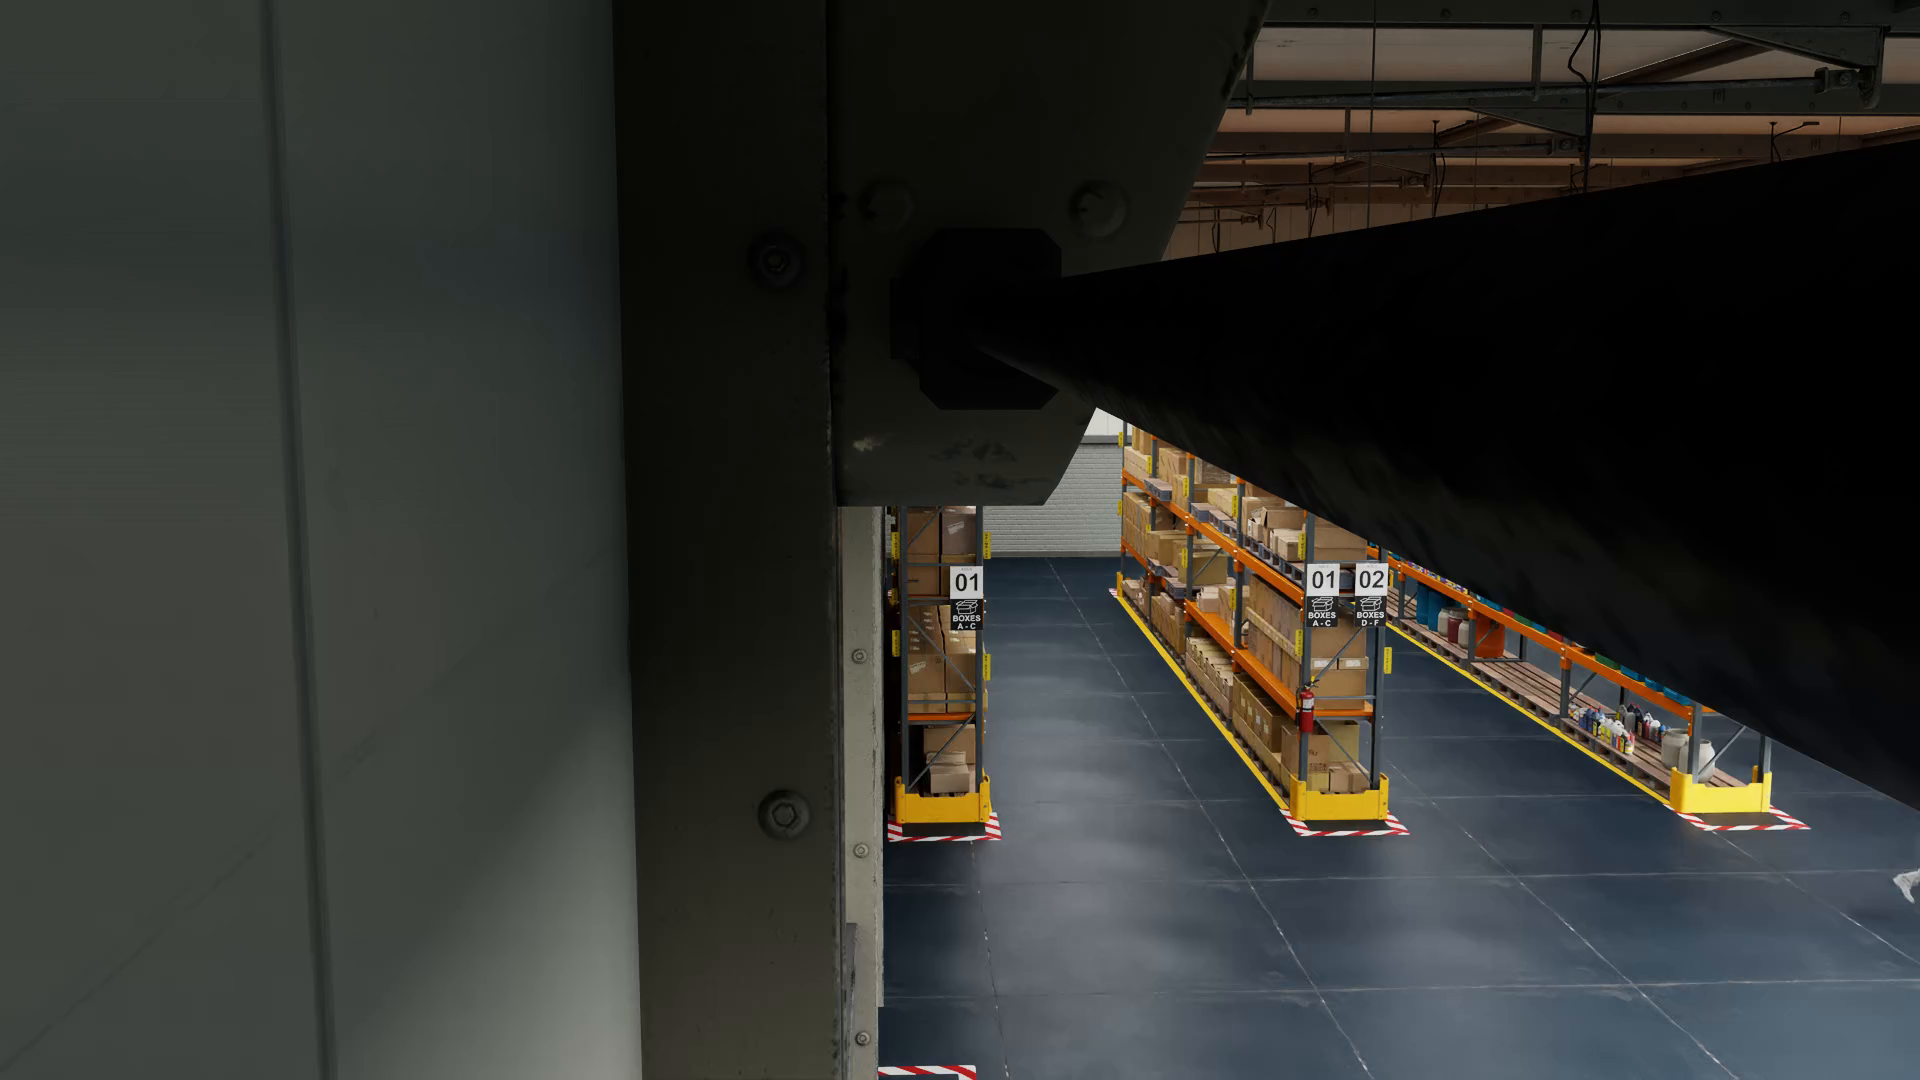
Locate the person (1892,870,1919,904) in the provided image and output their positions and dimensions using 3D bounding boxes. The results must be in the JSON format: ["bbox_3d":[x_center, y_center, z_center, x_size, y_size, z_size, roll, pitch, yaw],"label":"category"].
[{"bbox_3d":[10.116,3.091,17.089,0.850,1.758,0.700,3,9,23],"label":"person"}]
